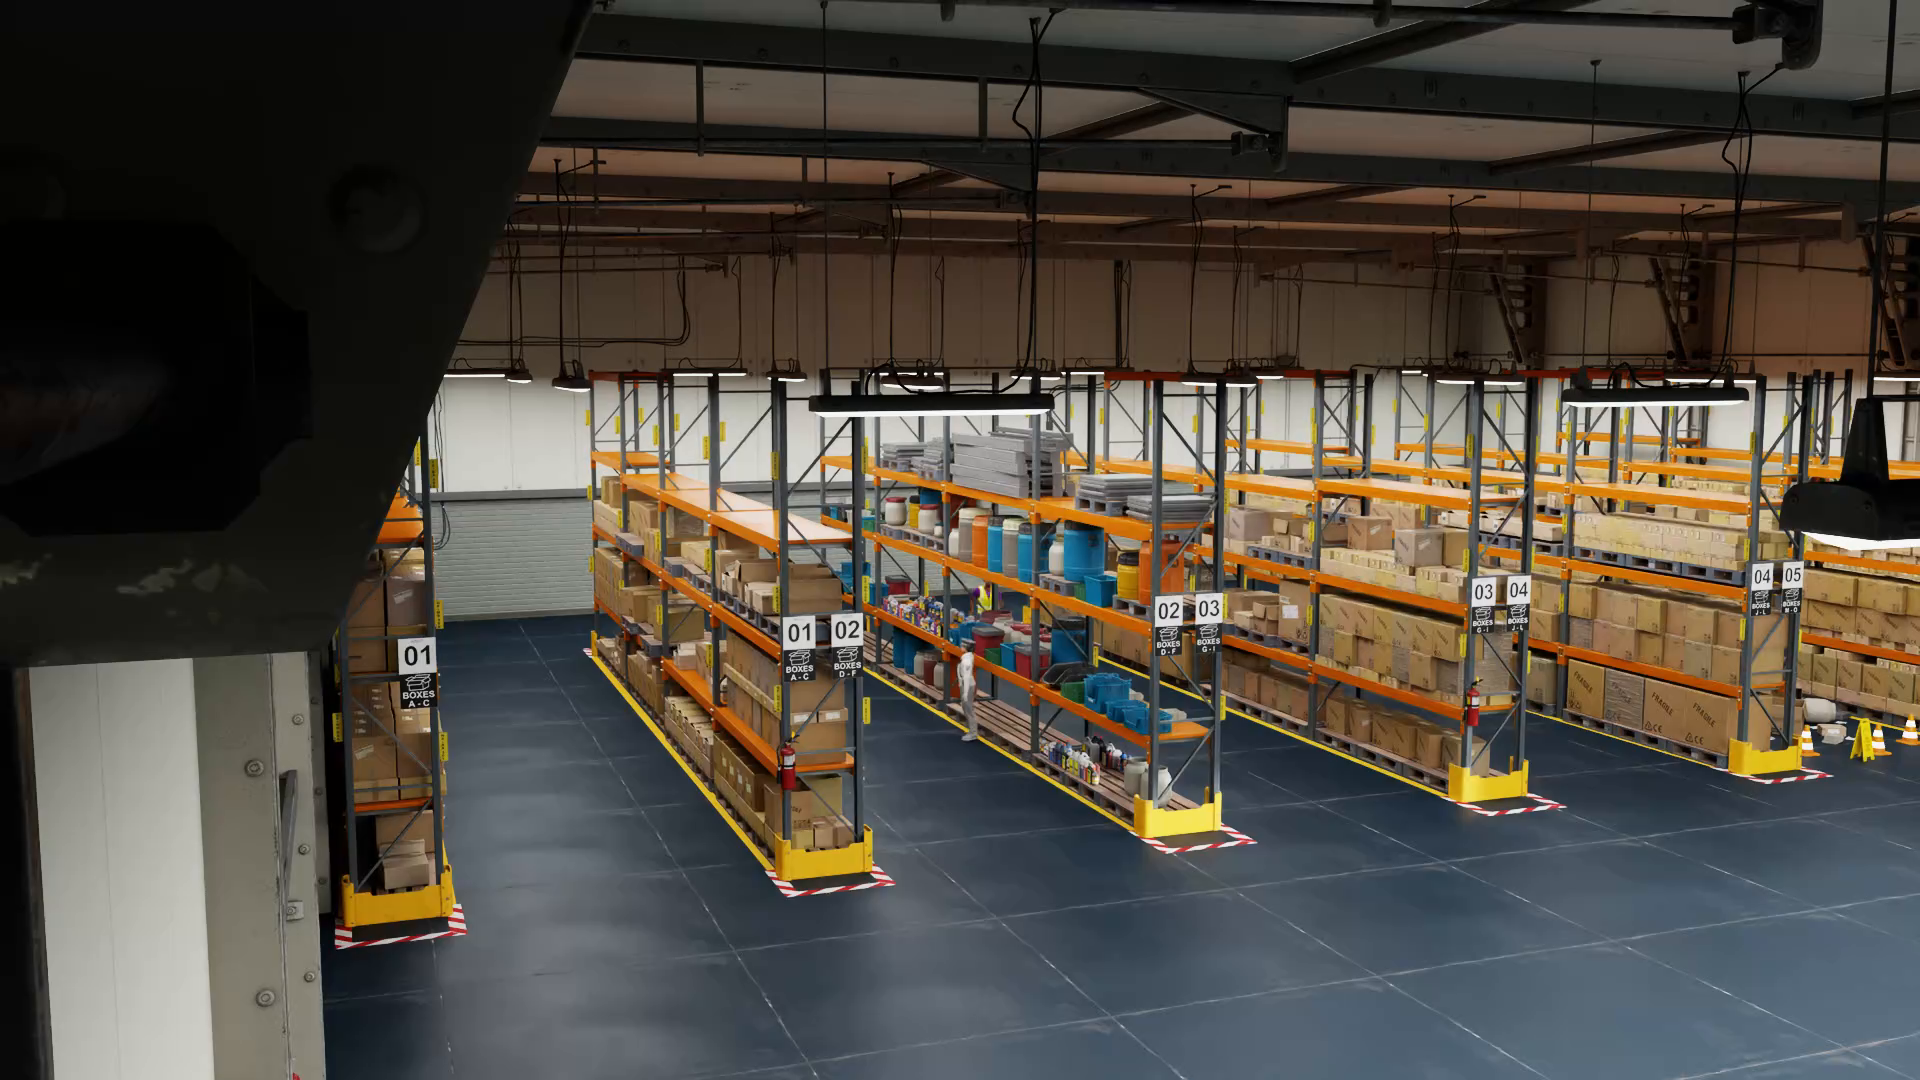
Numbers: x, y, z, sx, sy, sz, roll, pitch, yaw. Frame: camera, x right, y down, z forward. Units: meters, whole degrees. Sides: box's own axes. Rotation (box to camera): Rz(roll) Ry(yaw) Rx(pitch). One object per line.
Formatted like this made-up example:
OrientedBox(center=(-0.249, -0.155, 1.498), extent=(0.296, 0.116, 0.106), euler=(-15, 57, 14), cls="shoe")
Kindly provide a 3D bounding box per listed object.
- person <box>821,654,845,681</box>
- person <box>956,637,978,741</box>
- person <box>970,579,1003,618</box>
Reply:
OrientedBox(center=(-2.525, 1.889, 32.357), extent=(0.537, 1.671, 1.021), euler=(-2, 7, -15), cls="person")
OrientedBox(center=(0.110, 2.462, 27.297), extent=(0.362, 1.721, 0.555), euler=(0, 6, 1), cls="person")
OrientedBox(center=(0.595, 1.570, 35.076), extent=(0.637, 1.747, 1.003), euler=(-2, 7, -20), cls="person")
